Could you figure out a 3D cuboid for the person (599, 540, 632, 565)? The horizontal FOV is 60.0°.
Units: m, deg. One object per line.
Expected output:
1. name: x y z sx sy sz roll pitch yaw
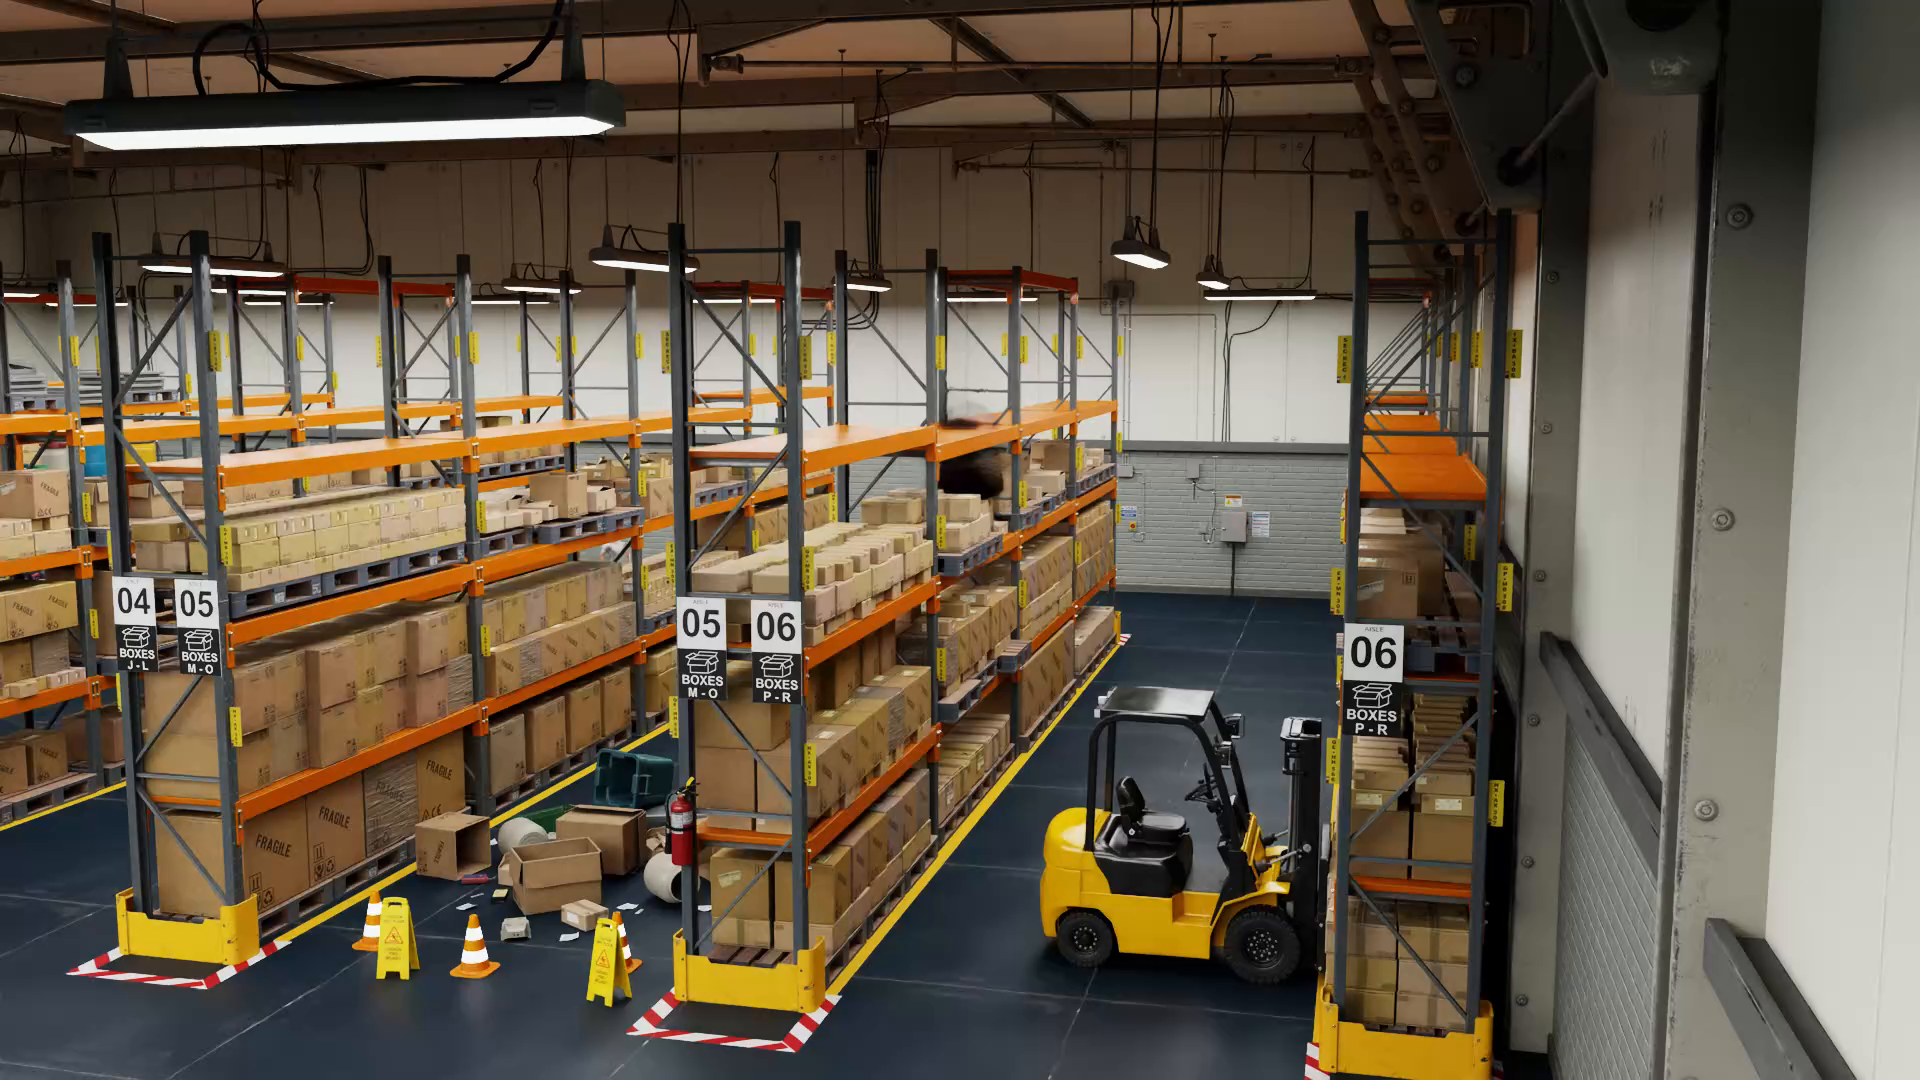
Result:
1. person: -6.342 0.589 31.044 0.608 1.651 0.612 5 8 35
